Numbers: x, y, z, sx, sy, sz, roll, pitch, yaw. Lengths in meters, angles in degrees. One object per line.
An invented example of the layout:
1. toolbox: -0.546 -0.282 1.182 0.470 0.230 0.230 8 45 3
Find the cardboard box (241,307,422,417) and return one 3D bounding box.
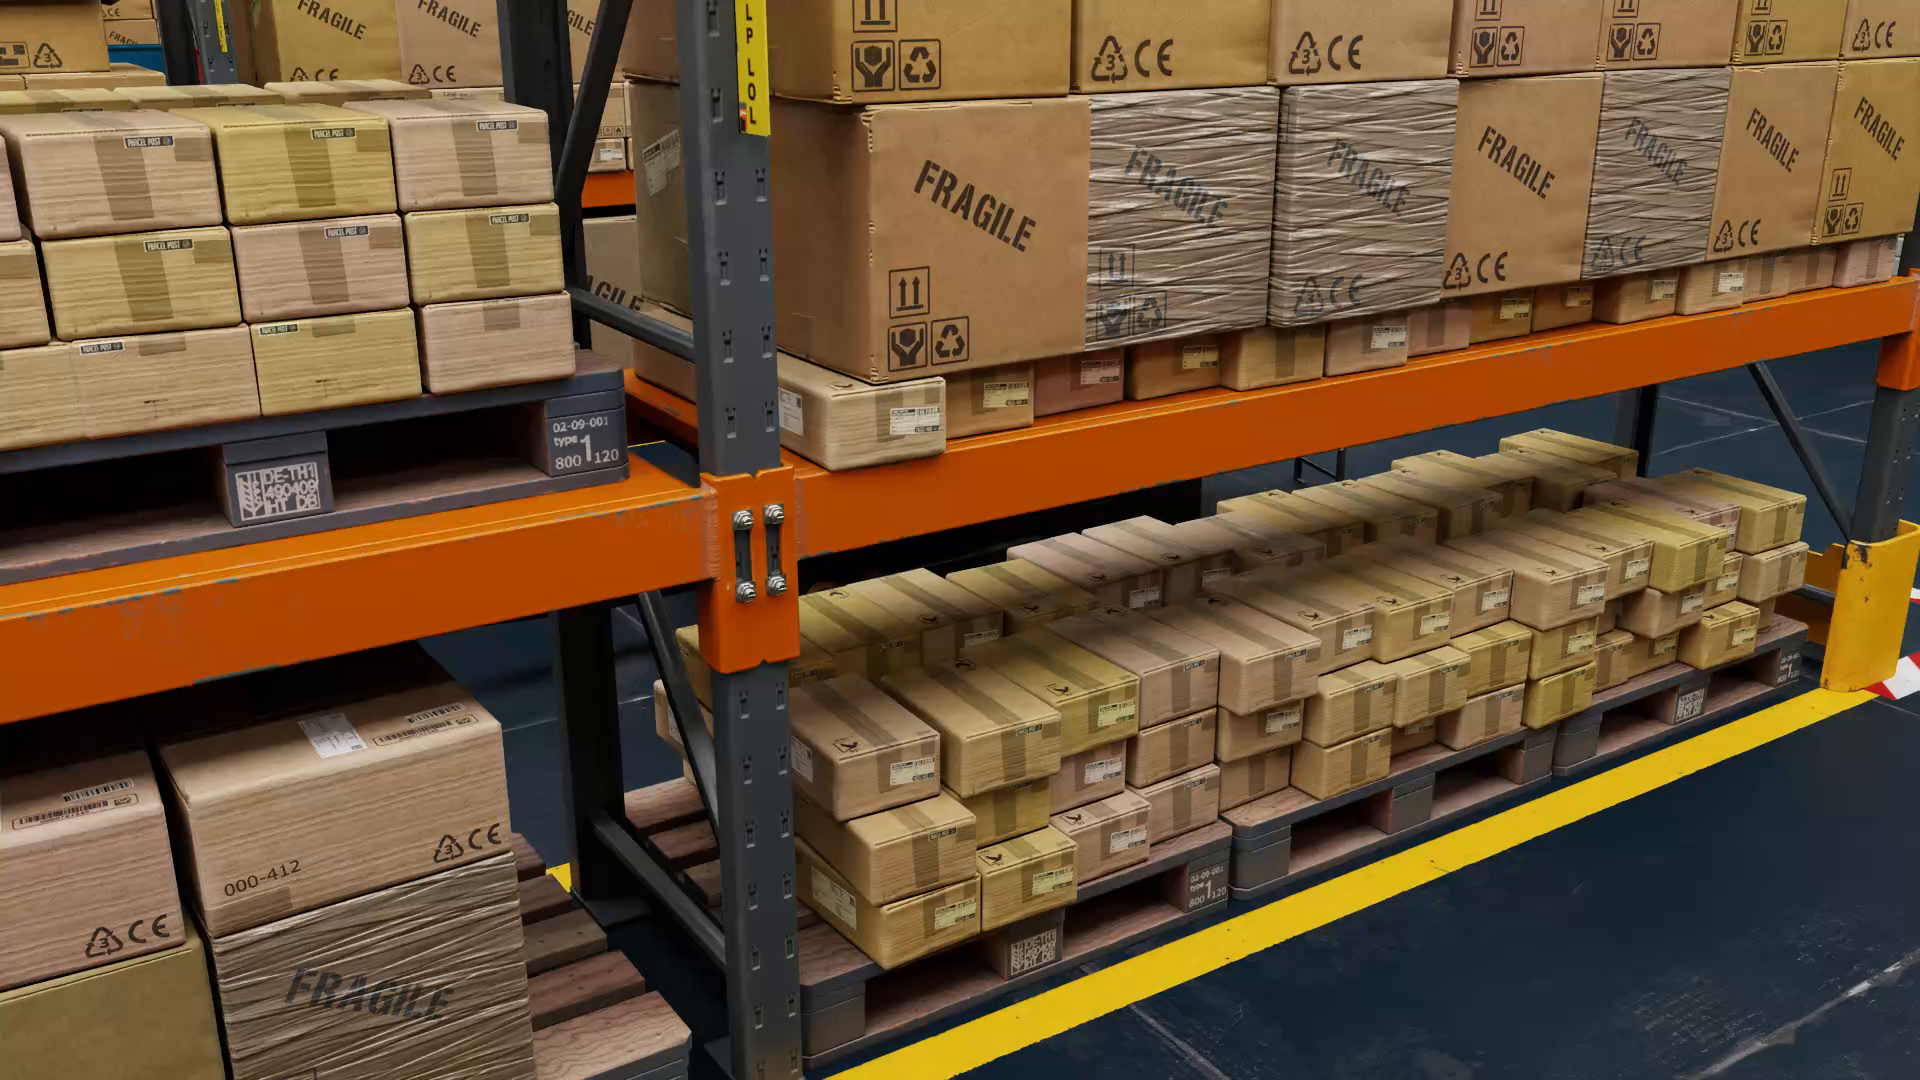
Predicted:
1. cardboard box: -1.085 -0.332 2.780 0.250 0.149 0.380 -12 22 -31

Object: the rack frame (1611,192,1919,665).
1. rack frame: 2.696 -1.126 5.391 0.127 3.000 1.000 -12 22 -31

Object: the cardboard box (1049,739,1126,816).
1. cardboard box: 0.179 0.490 3.942 0.250 0.149 0.380 -12 22 -32

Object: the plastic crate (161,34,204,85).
1. plastic crate: -5.129 -3.239 11.449 0.583 0.464 0.402 -12 22 -31

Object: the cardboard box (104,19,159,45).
1. cardboard box: -7.732 -4.571 15.426 0.500 0.500 0.500 -11 22 -30

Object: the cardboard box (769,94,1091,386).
1. cardboard box: -0.093 -0.629 3.302 0.500 0.500 0.500 -12 22 -32

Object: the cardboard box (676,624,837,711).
1. cardboard box: -0.491 0.316 3.992 0.250 0.149 0.380 -11 22 -30

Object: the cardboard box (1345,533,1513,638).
1. cardboard box: 1.279 0.121 4.569 0.250 0.149 0.380 -13 23 -33

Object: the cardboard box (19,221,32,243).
1. cardboard box: -1.658 -0.604 3.119 0.250 0.149 0.380 -11 22 -30

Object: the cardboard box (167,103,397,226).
1. cardboard box: -1.097 -0.612 2.680 0.250 0.149 0.380 -13 22 -33

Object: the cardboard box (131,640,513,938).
1. cardboard box: -1.128 0.408 2.932 0.500 0.250 0.500 -13 22 -33

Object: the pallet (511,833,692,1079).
1. pallet: -1.295 1.037 3.346 1.213 0.211 1.003 -12 22 -31

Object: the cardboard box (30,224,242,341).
1. cardboard box: -1.297 -0.429 2.603 0.250 0.149 0.380 -11 21 -29

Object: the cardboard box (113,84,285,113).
1. cardboard box: -1.457 -0.786 3.193 0.250 0.149 0.380 -11 22 -30

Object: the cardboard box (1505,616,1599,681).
1. cardboard box: 1.553 0.241 4.679 0.250 0.149 0.380 -12 22 -31

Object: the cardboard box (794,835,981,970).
1. cardboard box: -0.164 0.752 3.632 0.250 0.149 0.380 -13 23 -34

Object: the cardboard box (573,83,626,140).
1. cardboard box: -1.905 -2.027 7.827 0.500 0.250 0.500 -11 22 -30

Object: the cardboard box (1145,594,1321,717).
1. cardboard box: 0.666 0.278 4.106 0.250 0.149 0.380 -11 22 -30

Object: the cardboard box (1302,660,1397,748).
1. cardboard box: 0.895 0.374 4.287 0.250 0.149 0.380 -12 22 -32

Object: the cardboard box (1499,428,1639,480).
1. cardboard box: 2.071 -0.254 5.681 0.250 0.149 0.380 -13 23 -34

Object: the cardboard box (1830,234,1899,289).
1. cardboard box: 2.579 -0.874 5.037 0.250 0.149 0.380 -12 22 -31

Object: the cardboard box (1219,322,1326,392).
1. cardboard box: 0.617 -0.464 3.826 0.250 0.149 0.380 -11 22 -30

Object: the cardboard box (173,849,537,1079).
1. cardboard box: -1.125 0.762 3.055 0.500 0.500 0.500 -12 22 -32

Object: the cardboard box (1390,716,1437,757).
1. cardboard box: 1.074 0.446 4.537 0.250 0.149 0.380 -11 22 -30

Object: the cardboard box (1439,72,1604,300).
1. cardboard box: 1.188 -0.900 4.102 0.500 0.500 0.500 -11 21 -29

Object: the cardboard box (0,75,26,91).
1. cardboard box: -3.946 -1.572 6.555 0.500 0.500 0.500 -11 22 -30

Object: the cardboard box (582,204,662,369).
1. cardboard box: -1.942 -1.211 8.306 0.875 0.875 0.875 -12 22 -31

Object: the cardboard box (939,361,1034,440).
1. cardboard box: -0.054 -0.330 3.429 0.250 0.149 0.380 -11 22 -30

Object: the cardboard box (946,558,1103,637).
1. cardboard box: 0.164 0.190 4.365 0.250 0.149 0.380 -11 22 -30

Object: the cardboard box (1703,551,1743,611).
1. cardboard box: 2.164 0.086 5.138 0.250 0.149 0.380 -13 22 -33

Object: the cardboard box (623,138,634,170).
1. cardboard box: -1.558 -1.885 8.028 0.250 0.149 0.380 -13 22 -33

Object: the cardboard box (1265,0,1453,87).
1. cardboard box: 0.728 -1.273 3.645 0.500 0.500 0.500 -11 22 -31

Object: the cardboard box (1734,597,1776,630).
1. cardboard box: 2.371 0.174 5.341 0.250 0.149 0.380 -11 22 -30

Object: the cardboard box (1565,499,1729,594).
1. cardboard box: 2.005 0.014 4.888 0.250 0.149 0.380 -12 22 -33

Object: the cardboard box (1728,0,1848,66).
1. cardboard box: 2.027 -1.551 4.468 0.500 0.500 0.500 -13 23 -33

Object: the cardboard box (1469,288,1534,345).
1. cardboard box: 1.242 -0.619 4.285 0.250 0.149 0.380 -11 22 -30

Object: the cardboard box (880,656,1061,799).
1. cardboard box: 0.019 0.411 3.713 0.250 0.149 0.380 -11 21 -29

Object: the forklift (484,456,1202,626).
1. forklift: -0.516 -1.273 5.933 3.031 2.935 1.130 -13 22 -33

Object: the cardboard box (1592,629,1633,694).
1. cardboard box: 1.744 0.317 4.918 0.250 0.149 0.380 -12 22 -31

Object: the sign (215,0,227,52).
1. sign: -2.982 -2.133 6.687 0.005 0.325 0.100 -12 22 -31

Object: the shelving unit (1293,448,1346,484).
1. shelving unit: 1.238 -0.893 7.046 0.755 1.500 0.431 -6 20 -17

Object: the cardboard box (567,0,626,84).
1. cardboard box: -1.901 -2.384 7.712 0.500 0.500 0.500 -13 22 -33

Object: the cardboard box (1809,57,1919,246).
1. cardboard box: 2.462 -1.166 4.889 0.500 0.500 0.500 -11 22 -30

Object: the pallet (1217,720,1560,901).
1. pallet: 0.916 0.556 4.771 1.213 0.211 1.003 -12 22 -31

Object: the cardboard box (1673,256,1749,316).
1. cardboard box: 1.949 -0.740 4.644 0.250 0.149 0.380 -11 22 -30

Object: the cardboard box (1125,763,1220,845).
1. cardboard box: 0.421 0.590 4.113 0.250 0.149 0.380 -12 22 -33

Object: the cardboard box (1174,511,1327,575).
1. cardboard box: 0.826 0.053 4.773 0.250 0.149 0.380 -12 22 -31

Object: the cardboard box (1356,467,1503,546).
1. cardboard box: 1.465 -0.098 5.217 0.250 0.149 0.380 -13 23 -34

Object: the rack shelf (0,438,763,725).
1. rack shelf: -2.316 0.272 2.380 4.000 0.370 1.077 -12 22 -31
